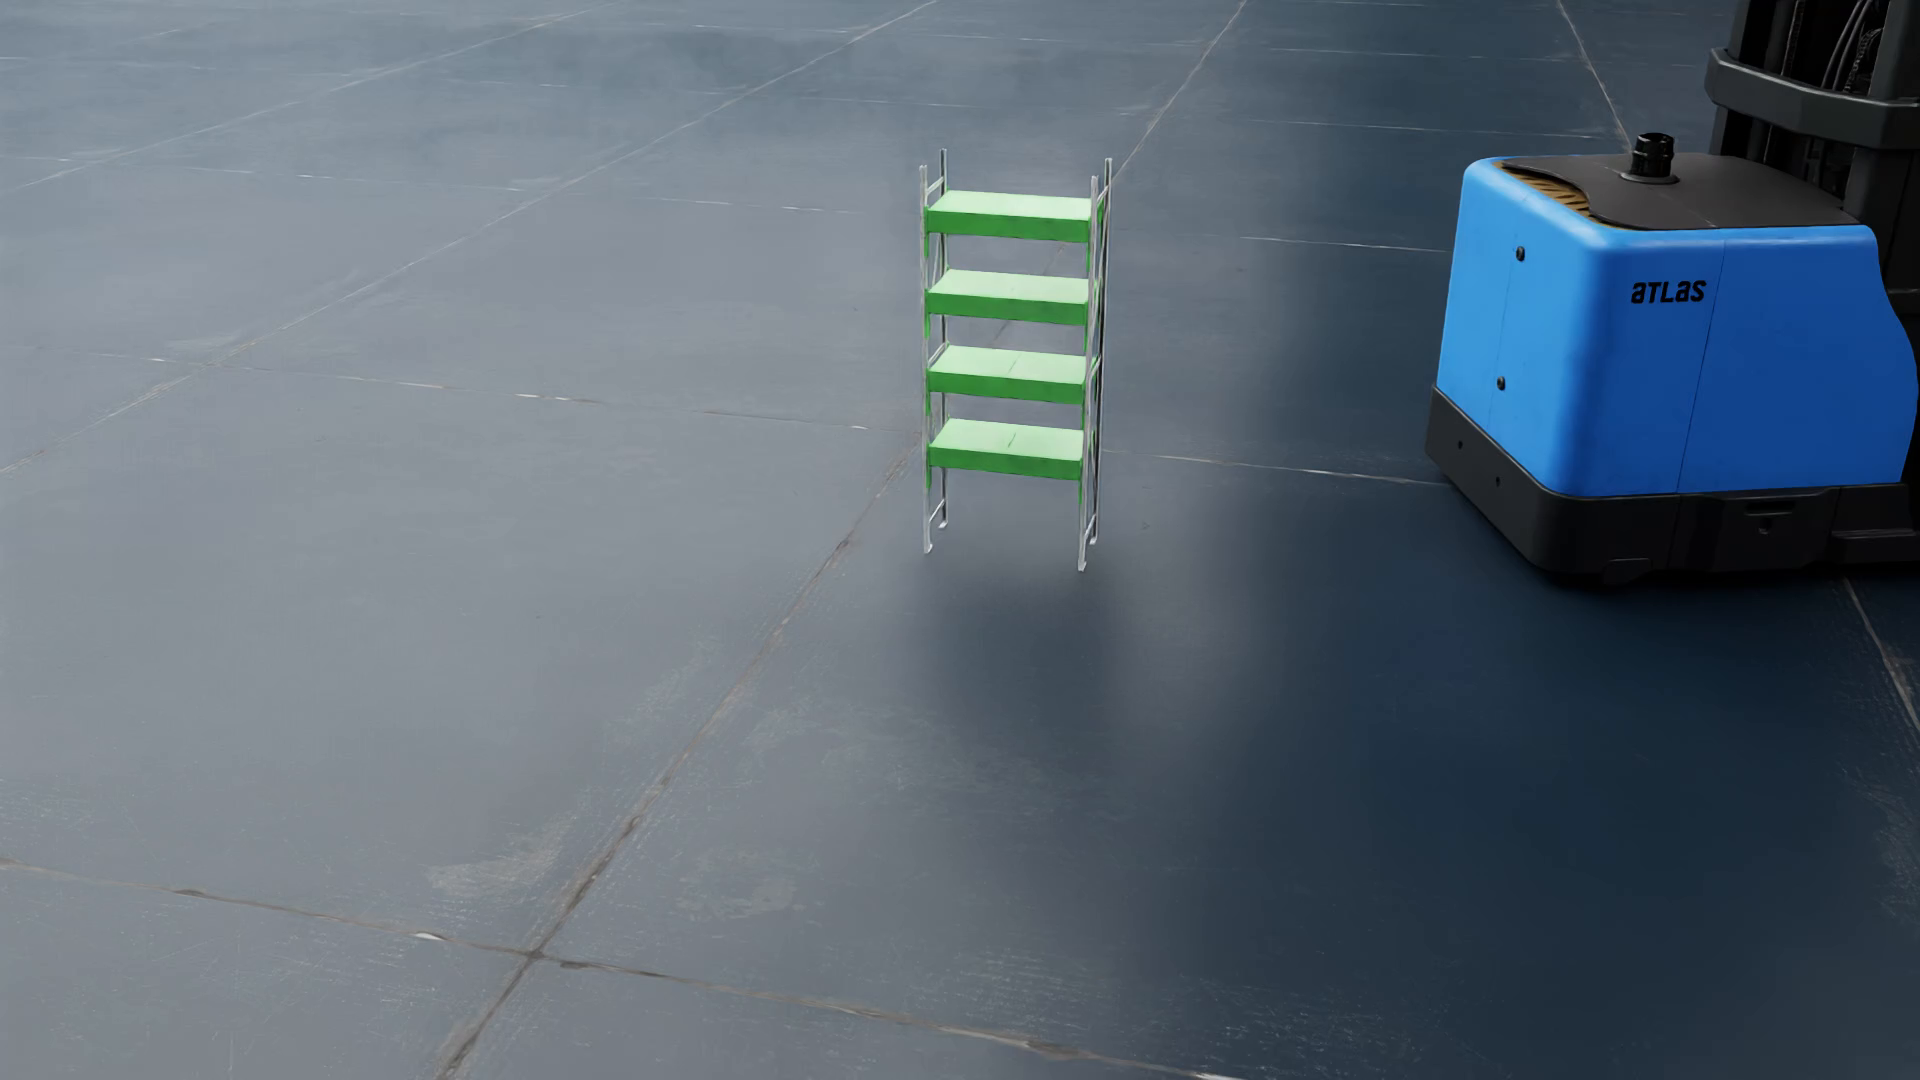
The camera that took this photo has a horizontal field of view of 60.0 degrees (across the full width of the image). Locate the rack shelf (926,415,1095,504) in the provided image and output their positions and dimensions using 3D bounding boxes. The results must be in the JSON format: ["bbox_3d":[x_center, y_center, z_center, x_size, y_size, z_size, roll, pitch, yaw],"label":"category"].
[{"bbox_3d":[0.160,-0.250,5.086,0.480,0.148,0.258,6,26,13],"label":"rack shelf"}]

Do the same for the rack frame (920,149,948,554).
[{"bbox_3d":[-0.076,-0.550,5.010,0.015,1.200,0.240,6,26,13],"label":"rack frame"}]

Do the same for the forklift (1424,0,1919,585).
[{"bbox_3d":[3.150,-1.450,4.887,3.031,2.935,1.130,-3,26,-6],"label":"forklift"}]

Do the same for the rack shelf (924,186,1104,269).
[{"bbox_3d":[0.160,-0.900,4.776,0.480,0.148,0.258,6,26,13],"label":"rack shelf"}]

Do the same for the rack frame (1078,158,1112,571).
[{"bbox_3d":[0.397,-0.498,4.900,0.015,1.200,0.240,6,26,13],"label":"rack frame"}]

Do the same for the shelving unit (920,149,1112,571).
[{"bbox_3d":[0.160,-0.524,4.955,0.503,1.200,0.258,6,26,13],"label":"shelving unit"}]

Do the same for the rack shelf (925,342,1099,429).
[{"bbox_3d":[0.160,-0.466,4.982,0.480,0.148,0.258,6,26,13],"label":"rack shelf"}]

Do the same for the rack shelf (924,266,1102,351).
[{"bbox_3d":[0.160,-0.683,4.879,0.480,0.148,0.258,6,26,13],"label":"rack shelf"}]
